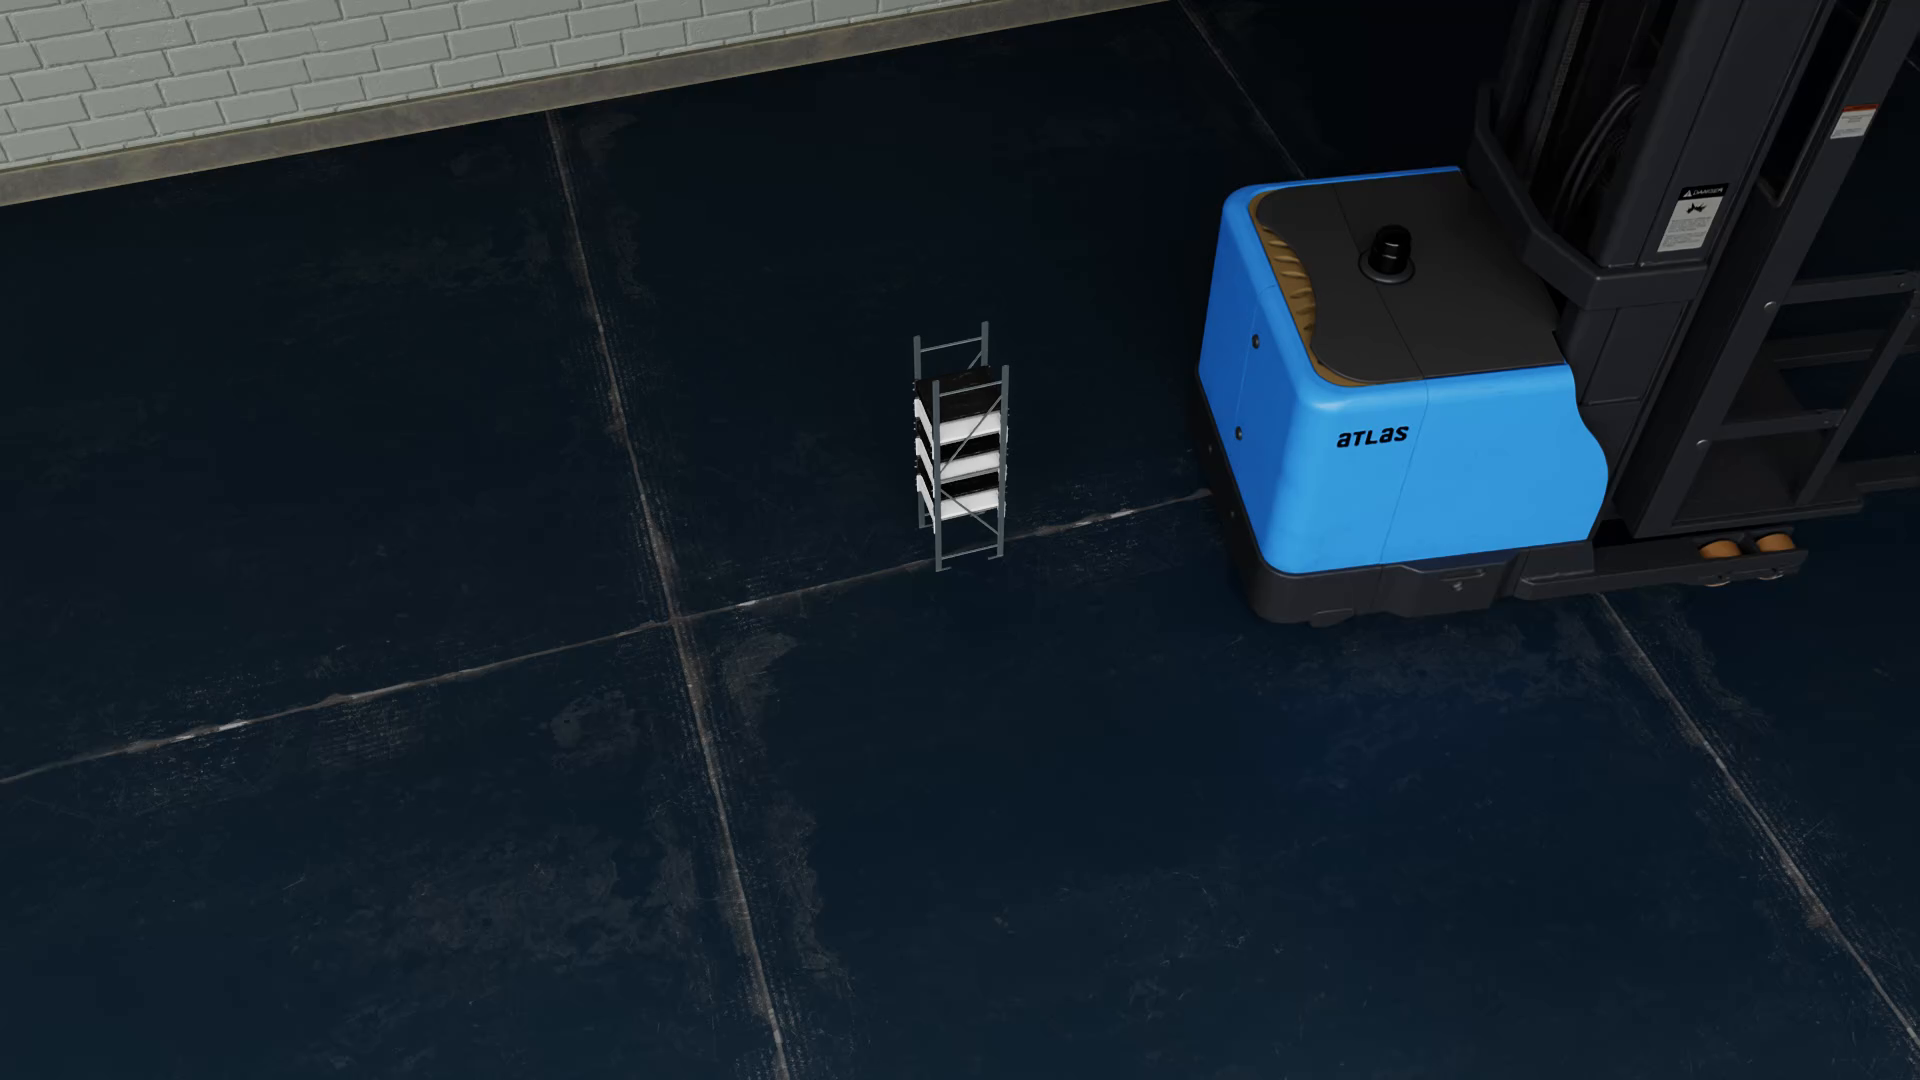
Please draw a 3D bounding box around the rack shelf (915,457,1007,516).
[{"bbox_3d":[0.002,-0.205,5.495,0.258,0.077,0.200,-13,51,-11],"label":"rack shelf"}]

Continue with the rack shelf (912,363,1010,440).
[{"bbox_3d":[0.002,-0.437,5.220,0.258,0.077,0.200,-13,51,-11],"label":"rack shelf"}]

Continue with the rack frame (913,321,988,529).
[{"bbox_3d":[-0.028,-0.358,5.464,0.240,0.900,0.006,-13,51,-11],"label":"rack frame"}]

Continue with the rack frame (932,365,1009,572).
[{"bbox_3d":[0.032,-0.210,5.338,0.240,0.900,0.006,-13,51,-11],"label":"rack frame"}]

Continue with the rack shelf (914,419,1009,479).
[{"bbox_3d":[0.002,-0.321,5.358,0.258,0.077,0.200,-13,51,-11],"label":"rack shelf"}]

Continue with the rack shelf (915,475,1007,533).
[{"bbox_3d":[0.002,-0.147,5.564,0.258,0.077,0.200,-13,51,-11],"label":"rack shelf"}]

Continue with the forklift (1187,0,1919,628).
[{"bbox_3d":[2.385,-1.184,4.831,3.031,2.935,1.130,-7,50,-6],"label":"forklift"}]

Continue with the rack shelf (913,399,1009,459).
[{"bbox_3d":[0.002,-0.379,5.289,0.258,0.077,0.200,-13,51,-11],"label":"rack shelf"}]

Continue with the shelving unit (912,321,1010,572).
[{"bbox_3d":[0.002,-0.284,5.401,0.258,0.900,0.210,-13,51,-11],"label":"shelving unit"}]

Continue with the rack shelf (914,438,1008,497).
[{"bbox_3d":[0.002,-0.263,5.426,0.258,0.077,0.200,-13,51,-11],"label":"rack shelf"}]
